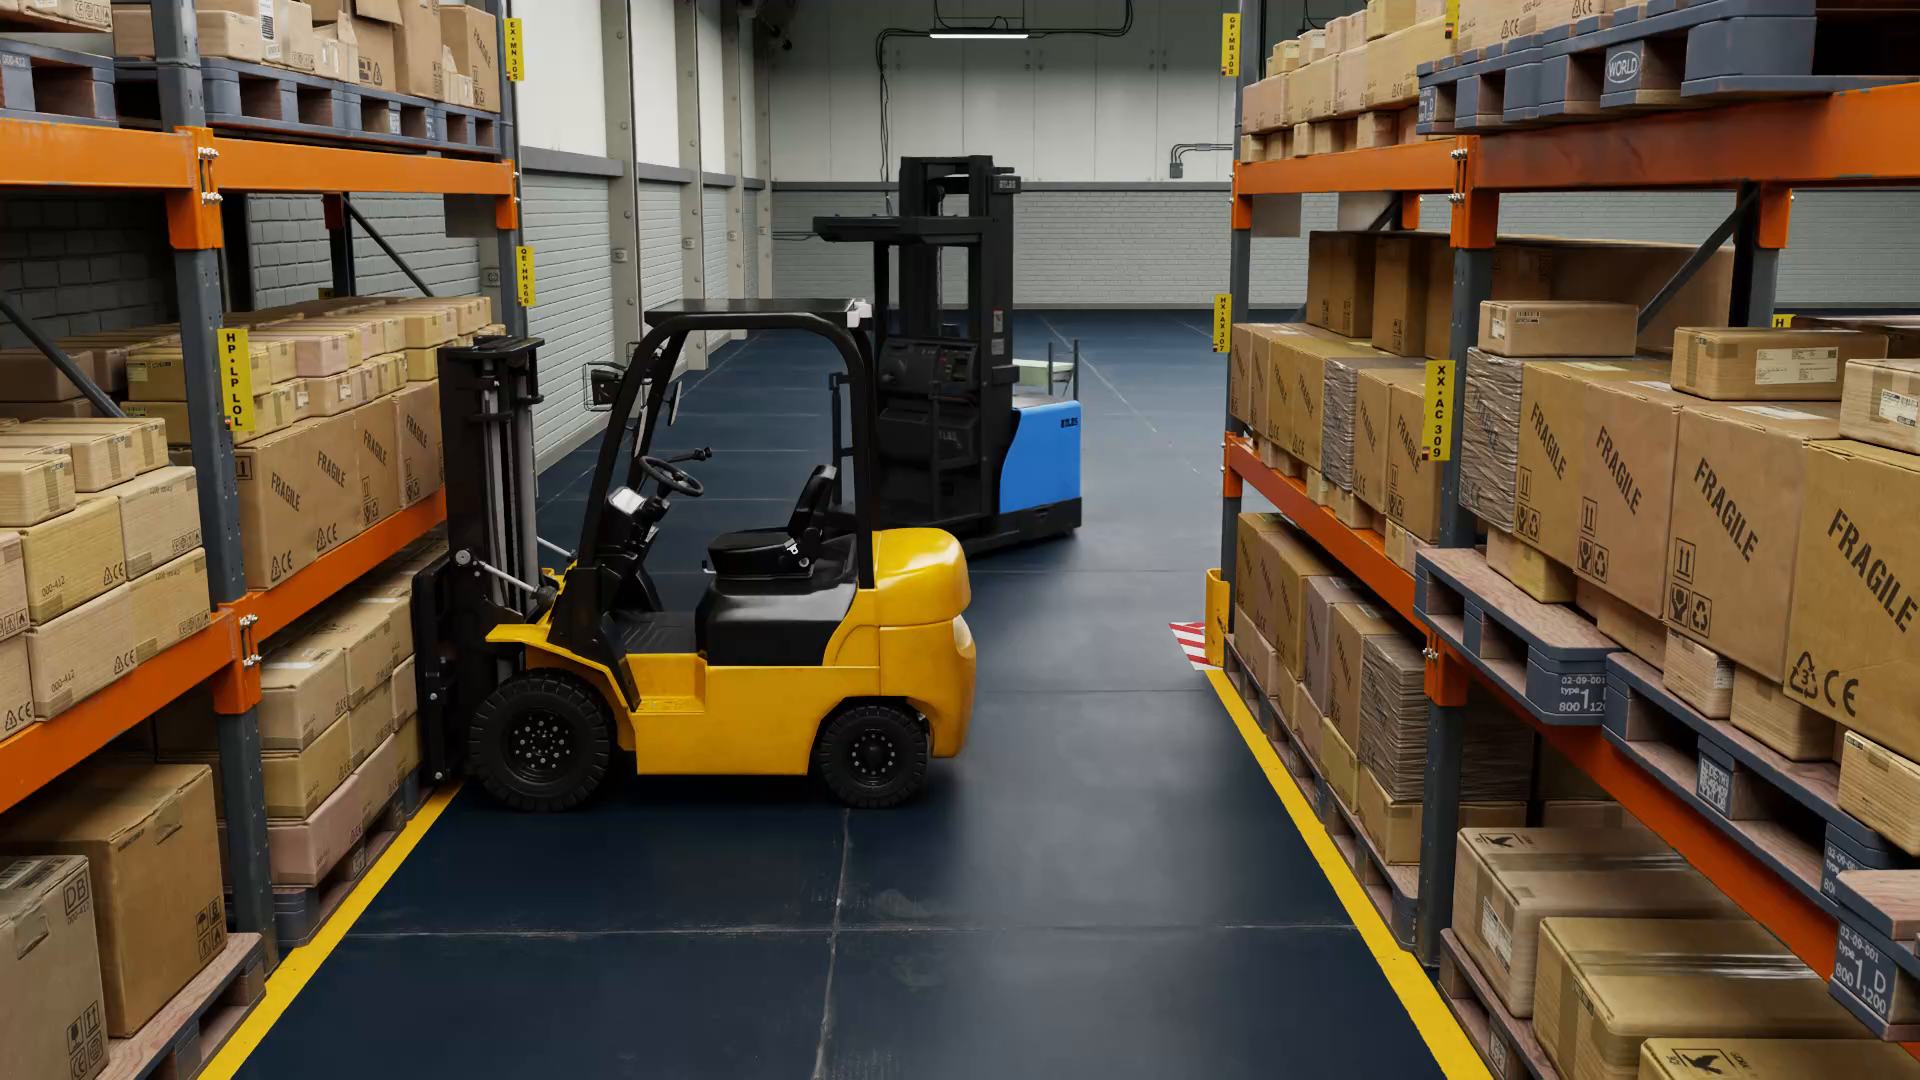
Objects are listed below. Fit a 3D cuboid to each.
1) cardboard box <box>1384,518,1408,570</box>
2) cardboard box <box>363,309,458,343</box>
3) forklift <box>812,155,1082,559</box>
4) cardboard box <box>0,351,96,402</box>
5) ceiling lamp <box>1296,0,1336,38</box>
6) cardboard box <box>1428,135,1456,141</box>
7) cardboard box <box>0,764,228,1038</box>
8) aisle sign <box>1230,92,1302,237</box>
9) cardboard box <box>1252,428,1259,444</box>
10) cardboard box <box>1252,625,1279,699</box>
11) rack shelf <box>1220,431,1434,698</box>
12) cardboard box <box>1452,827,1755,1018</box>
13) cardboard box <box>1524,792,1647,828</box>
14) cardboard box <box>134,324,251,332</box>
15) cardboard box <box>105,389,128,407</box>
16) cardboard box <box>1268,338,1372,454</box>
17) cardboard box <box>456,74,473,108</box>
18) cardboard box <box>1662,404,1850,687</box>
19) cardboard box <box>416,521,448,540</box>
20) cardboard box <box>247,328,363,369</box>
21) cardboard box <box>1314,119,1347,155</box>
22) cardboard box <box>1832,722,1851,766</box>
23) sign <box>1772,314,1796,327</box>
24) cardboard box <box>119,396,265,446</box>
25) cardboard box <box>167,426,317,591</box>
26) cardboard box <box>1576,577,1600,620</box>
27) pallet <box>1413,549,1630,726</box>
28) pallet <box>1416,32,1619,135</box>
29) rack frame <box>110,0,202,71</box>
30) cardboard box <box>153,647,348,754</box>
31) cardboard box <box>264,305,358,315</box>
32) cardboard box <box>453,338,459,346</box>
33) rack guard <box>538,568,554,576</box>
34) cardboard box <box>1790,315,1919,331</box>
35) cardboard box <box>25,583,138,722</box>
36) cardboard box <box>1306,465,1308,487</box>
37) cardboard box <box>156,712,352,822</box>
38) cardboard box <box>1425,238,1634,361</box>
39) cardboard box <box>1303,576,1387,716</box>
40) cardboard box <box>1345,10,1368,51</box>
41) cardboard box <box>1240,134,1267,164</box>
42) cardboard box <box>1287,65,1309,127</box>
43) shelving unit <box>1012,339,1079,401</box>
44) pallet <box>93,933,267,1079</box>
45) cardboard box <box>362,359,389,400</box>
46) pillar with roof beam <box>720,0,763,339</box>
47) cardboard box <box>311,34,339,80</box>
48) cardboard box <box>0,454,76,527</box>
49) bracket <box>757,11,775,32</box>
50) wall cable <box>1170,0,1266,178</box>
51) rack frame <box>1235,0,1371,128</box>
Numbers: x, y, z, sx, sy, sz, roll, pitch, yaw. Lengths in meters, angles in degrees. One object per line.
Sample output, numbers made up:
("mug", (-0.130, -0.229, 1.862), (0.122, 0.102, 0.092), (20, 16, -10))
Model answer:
("cardboard box", (1.777, 0.011, 6.092), (0.380, 0.149, 0.250), (0, 11, 0))
("cardboard box", (-2.610, -1.014, 7.883), (0.380, 0.149, 0.250), (0, 11, 0))
("forklift", (-0.378, -1.327, 12.229), (1.130, 2.935, 3.031), (10, 15, 40))
("cardboard box", (-3.170, -0.554, 5.612), (0.380, 0.149, 0.250), (0, 11, -1))
("ceiling lamp", (7.766, -11.678, 33.306), (2.000, 3.185, 0.800), (0, 11, -1))
("cardboard box", (1.789, -1.408, 5.544), (0.380, 0.149, 0.250), (0, 11, -1))
("cardboard box", (-2.840, 1.083, 5.093), (0.875, 0.625, 0.625), (0, 11, 1))
("aisle sign", (1.707, -2.080, 9.229), (0.394, 0.787, 0.004), (0, 11, -1))
("cardboard box", (1.818, -0.603, 9.121), (0.380, 0.149, 0.250), (0, 11, -1))
("cardboard box", (1.761, 0.610, 8.368), (0.500, 0.250, 0.500), (0, 11, 1))
("rack shelf", (2.060, -0.045, 7.545), (1.077, 0.370, 4.000), (0, 11, -1))
("cardboard box", (2.114, 1.187, 5.219), (0.950, 0.372, 0.625), (0, 11, 0))
("cardboard box", (2.359, 1.024, 6.329), (0.500, 0.250, 0.500), (-1, 11, -4))
("cardboard box", (-3.165, -0.808, 6.867), (0.380, 0.149, 0.250), (0, 11, -2))
("cardboard box", (-3.165, -0.458, 5.889), (0.380, 0.149, 0.250), (-1, 11, -3))
("cardboard box", (1.776, -0.690, 7.917), (0.500, 0.500, 0.500), (0, 11, -2))
("cardboard box", (-2.624, -2.212, 8.198), (0.380, 0.149, 0.250), (-1, 11, -3))
("cardboard box", (1.853, -0.006, 3.488), (0.500, 0.500, 0.500), (-1, 11, -3))
("cardboard box", (-2.607, 0.070, 8.516), (0.500, 0.250, 0.500), (0, 11, 0))
("cardboard box", (-2.617, -0.761, 6.636), (0.380, 0.149, 0.250), (0, 11, -2))
("cardboard box", (1.777, -1.765, 7.305), (0.380, 0.149, 0.250), (-1, 11, -3))
("cardboard box", (1.918, 0.390, 3.166), (0.380, 0.149, 0.250), (0, 11, -1))
("sign", (2.656, -0.570, 5.413), (0.100, 0.325, 0.005), (0, 11, -1))
("cardboard box", (-2.605, -0.410, 5.653), (0.380, 0.149, 0.250), (0, 11, -2))
("cardboard box", (-2.610, -0.117, 5.839), (0.500, 0.500, 0.500), (-1, 11, -3))
("cardboard box", (1.875, 0.134, 4.428), (0.380, 0.149, 0.250), (1, 11, 2))
("pallet", (1.971, 0.247, 4.781), (1.003, 0.211, 1.213), (0, 11, -1))
("pallet", (2.007, -1.255, 4.627), (1.213, 0.211, 1.003), (0, 11, -1))
("rack frame", (-2.862, -2.919, 4.813), (1.000, 3.000, 0.127), (0, 11, -1))
("cardboard box", (-2.558, 0.576, 6.022), (0.500, 0.250, 0.500), (0, 11, -2))
("cardboard box", (-3.169, -1.065, 8.133), (0.380, 0.149, 0.250), (0, 11, -1))
("cardboard box", (-2.684, -0.921, 8.172), (0.380, 0.149, 0.250), (0, 11, -2))
("rack guard", (-2.945, 0.447, 9.601), (1.175, 0.500, 0.348), (0, 11, -1))
("cardboard box", (2.363, -0.490, 4.245), (0.380, 0.149, 0.250), (-1, 11, -3))
("cardboard box", (-2.574, 0.294, 4.443), (0.500, 0.250, 0.500), (0, 11, -1))
("cardboard box", (1.802, -0.293, 7.593), (0.380, 0.149, 0.250), (-1, 11, -3))
("cardboard box", (-2.563, 0.821, 6.071), (0.500, 0.250, 0.500), (0, 11, -1))
("cardboard box", (2.337, -0.974, 6.804), (0.700, 0.500, 0.500), (0, 11, -2))
("cardboard box", (1.796, 0.455, 7.243), (0.500, 0.500, 0.500), (0, 11, 2))
("cardboard box", (1.782, -2.057, 6.737), (0.380, 0.149, 0.250), (0, 11, 0))
("cardboard box", (1.700, -2.075, 8.828), (0.380, 0.149, 0.250), (0, 11, -1))
("cardboard box", (1.798, -2.033, 7.622), (0.500, 0.250, 0.500), (0, 11, 1))
("shelving unit", (0.555, -0.924, 13.842), (0.755, 1.500, 0.431), (9, 15, 38))
("pallet", (-2.807, 1.534, 4.965), (1.003, 0.211, 1.213), (0, 11, -1))
("cardboard box", (-2.603, -0.665, 6.907), (0.380, 0.149, 0.250), (-1, 11, -3))
("pillar with roof beam", (-0.023, -8.360, 31.635), (9.100, 9.000, 0.548), (0, 11, -1))
("cardboard box", (-2.583, -1.824, 6.283), (0.380, 0.149, 0.250), (0, 11, 1))
("cardboard box", (-2.519, -0.127, 4.256), (0.380, 0.149, 0.250), (-1, 11, -3))
("bracket", (-4.034, -10.706, 34.145), (0.076, 0.066, 4.783), (0, 11, -1))
("wall cable", (6.302, -11.829, 40.178), (2.305, 6.003, 0.169), (0, 11, -1))
("rack frame", (2.018, -3.735, 8.836), (1.000, 3.000, 0.127), (0, 11, -1))
